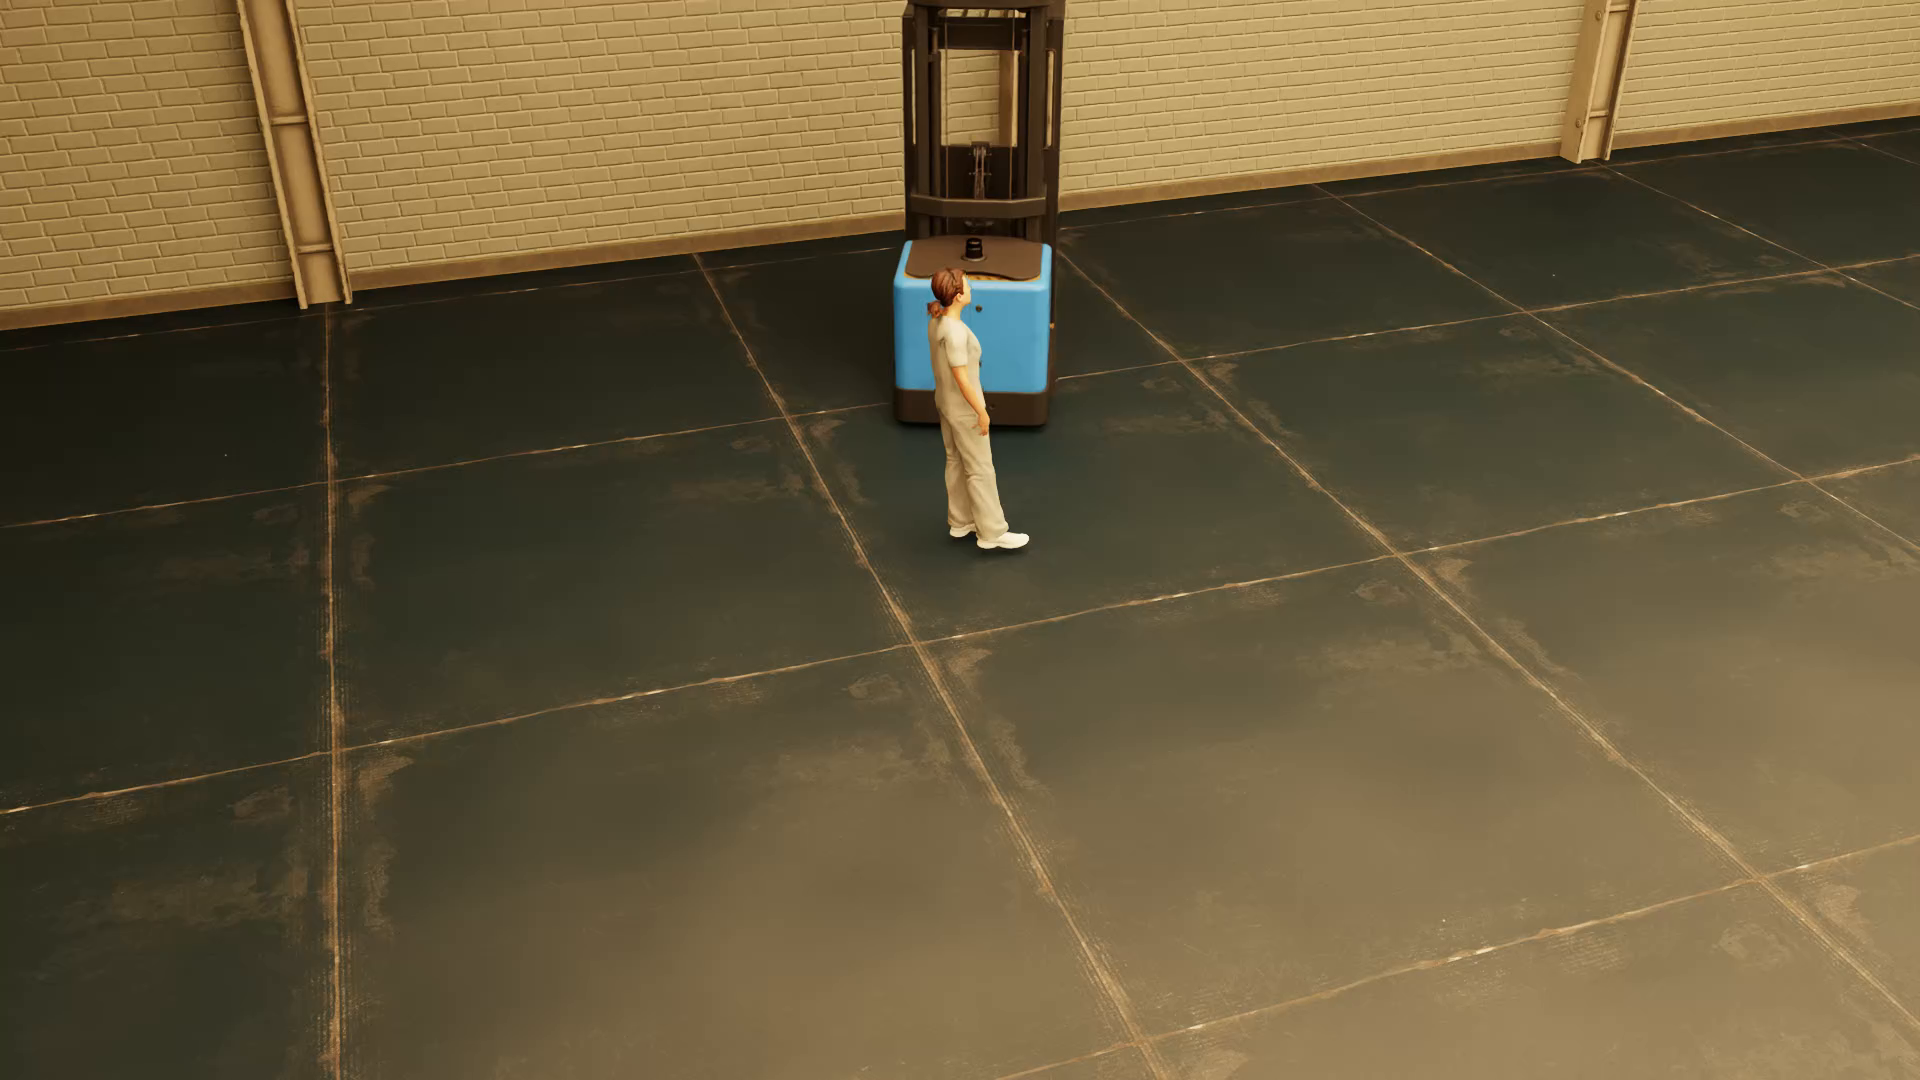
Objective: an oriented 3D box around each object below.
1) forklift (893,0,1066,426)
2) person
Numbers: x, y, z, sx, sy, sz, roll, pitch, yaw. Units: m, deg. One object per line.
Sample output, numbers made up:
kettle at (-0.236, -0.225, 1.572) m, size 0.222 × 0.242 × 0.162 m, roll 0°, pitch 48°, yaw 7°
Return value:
forklift at (0.171, -2.746, 11.859) m, size 1.130 × 2.935 × 3.031 m, roll 2°, pitch 30°, yaw 3°
person at (0.074, -0.773, 9.593) m, size 0.549 × 1.675 × 0.549 m, roll -10°, pitch 31°, yaw -16°
